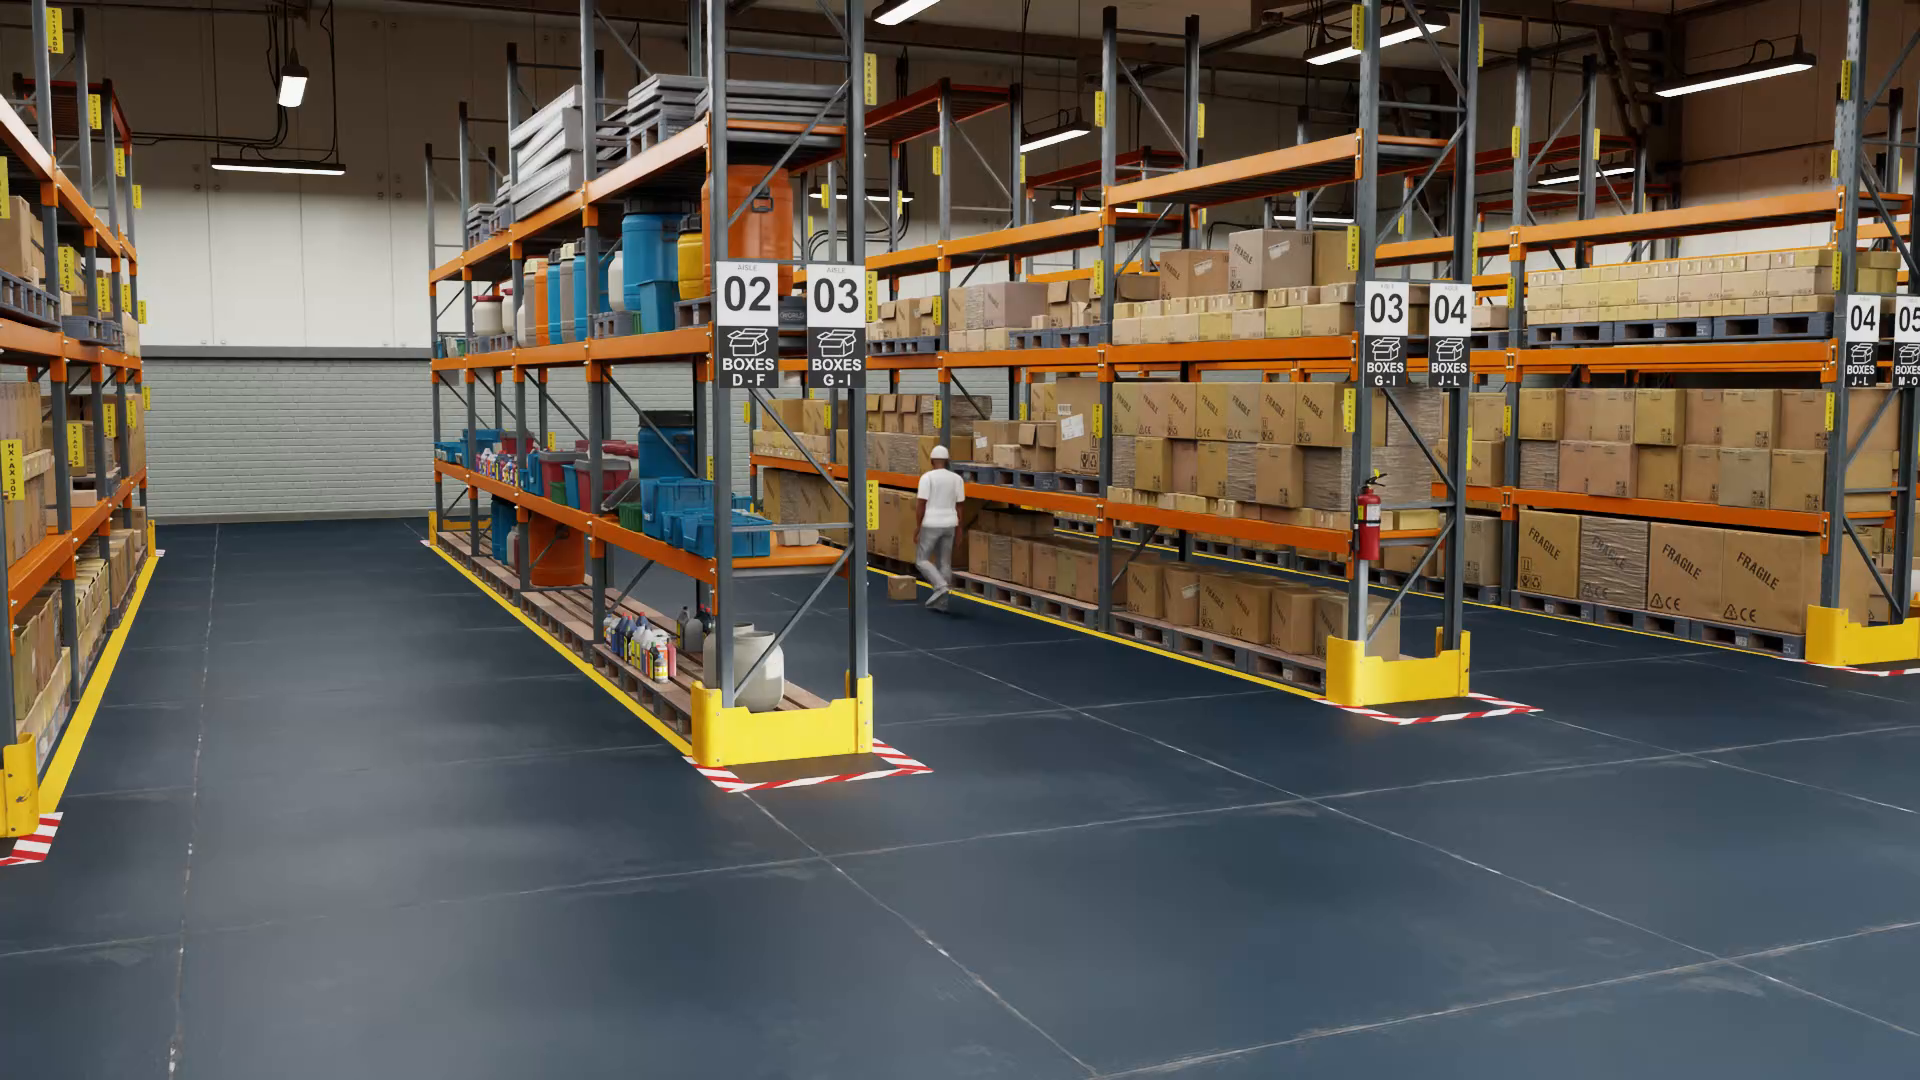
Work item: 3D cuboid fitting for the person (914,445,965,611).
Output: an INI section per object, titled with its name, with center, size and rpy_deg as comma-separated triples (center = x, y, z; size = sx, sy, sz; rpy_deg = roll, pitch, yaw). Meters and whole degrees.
[person]
center = -0.199, -0.124, 17.743
size = 0.606, 1.760, 0.565
rpy_deg = -3, 6, -30
